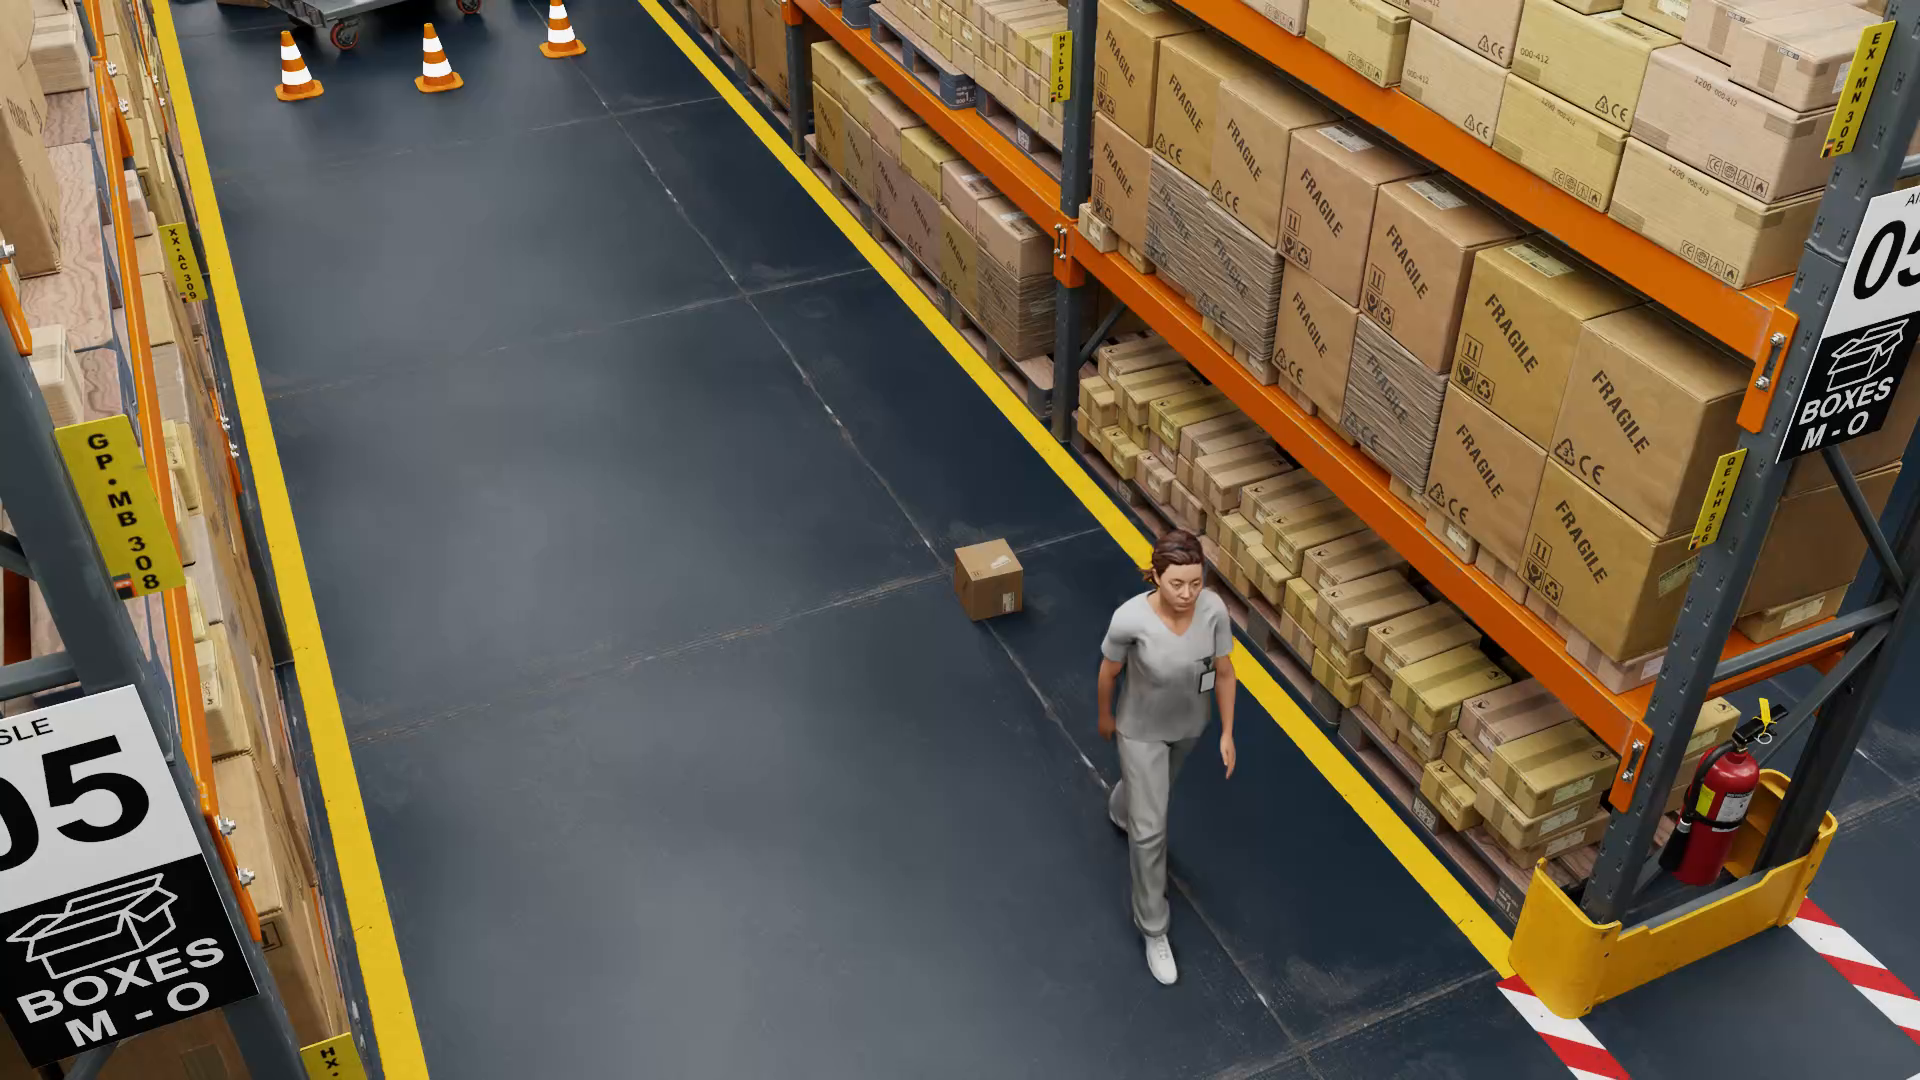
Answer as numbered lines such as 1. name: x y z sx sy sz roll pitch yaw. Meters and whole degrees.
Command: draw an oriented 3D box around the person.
1. person: 0.754 0.705 5.931 0.457 1.672 0.848 -11 39 -15
